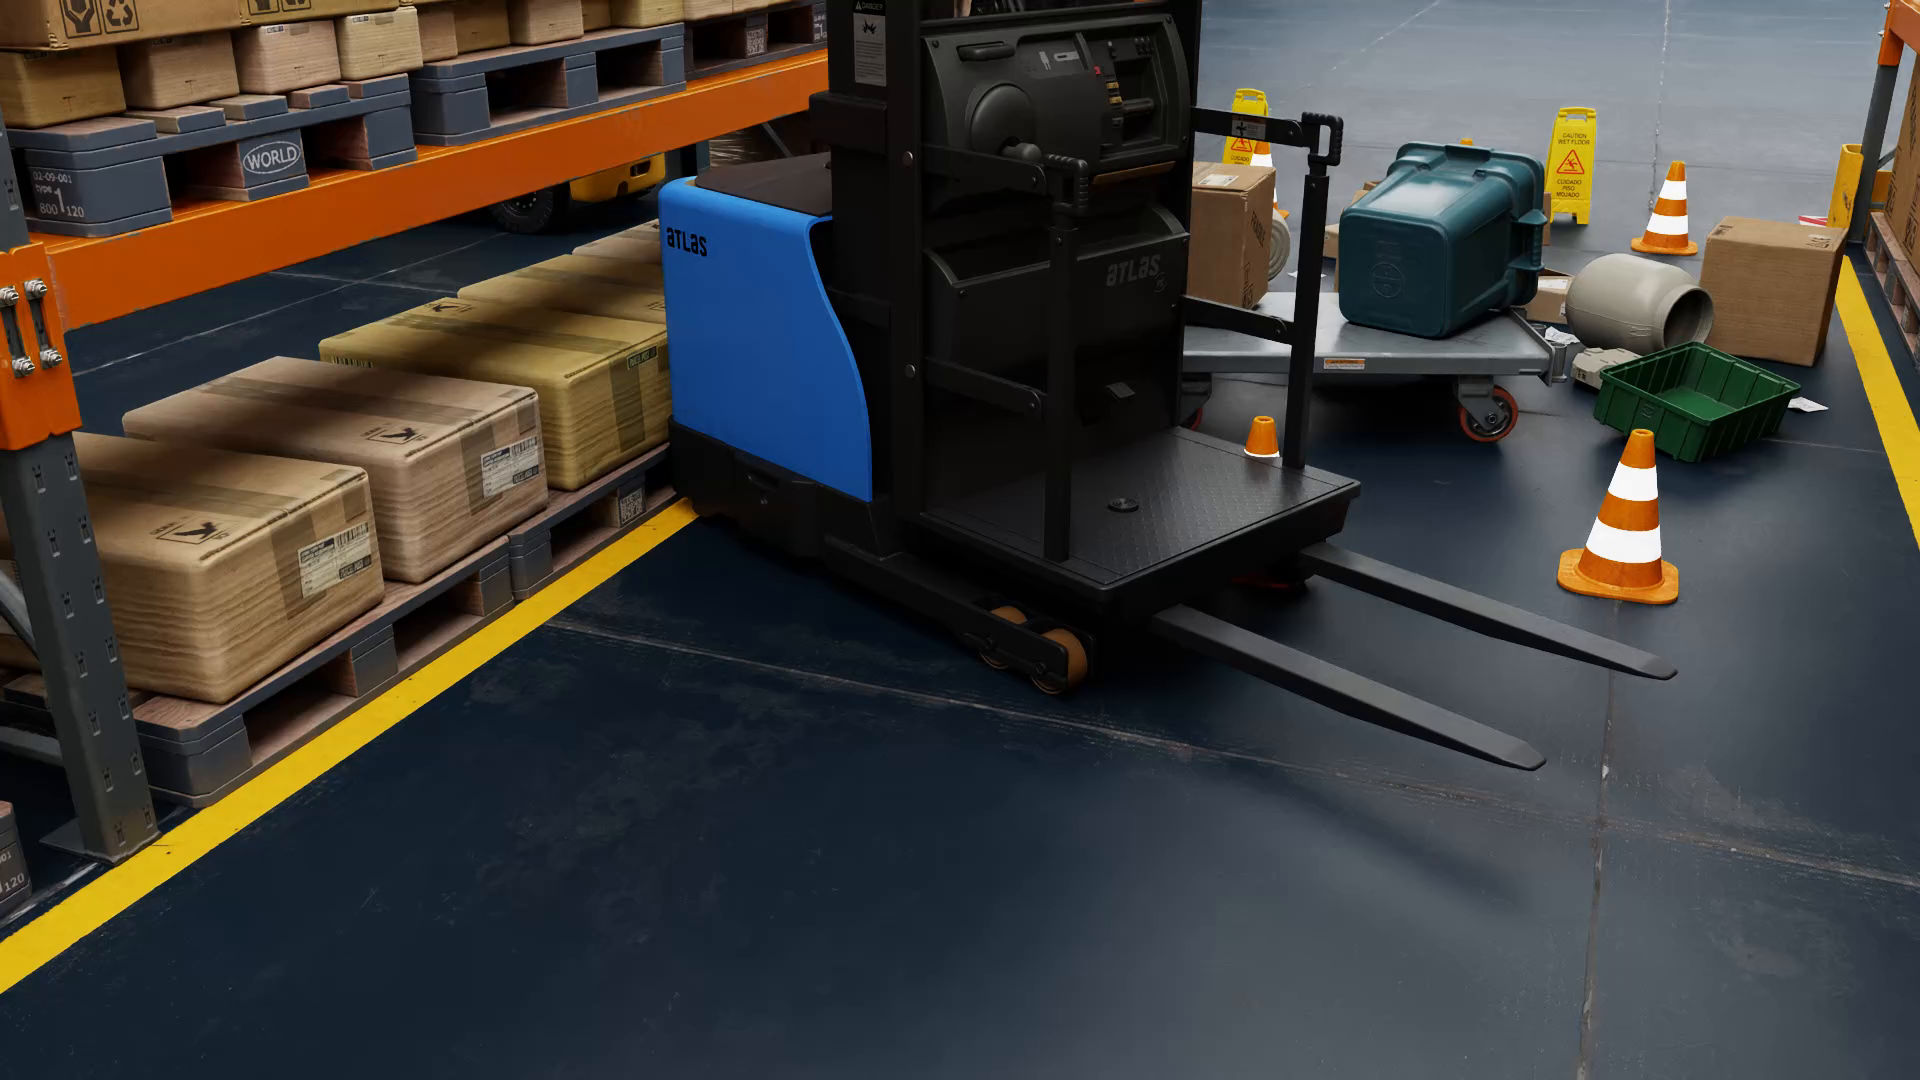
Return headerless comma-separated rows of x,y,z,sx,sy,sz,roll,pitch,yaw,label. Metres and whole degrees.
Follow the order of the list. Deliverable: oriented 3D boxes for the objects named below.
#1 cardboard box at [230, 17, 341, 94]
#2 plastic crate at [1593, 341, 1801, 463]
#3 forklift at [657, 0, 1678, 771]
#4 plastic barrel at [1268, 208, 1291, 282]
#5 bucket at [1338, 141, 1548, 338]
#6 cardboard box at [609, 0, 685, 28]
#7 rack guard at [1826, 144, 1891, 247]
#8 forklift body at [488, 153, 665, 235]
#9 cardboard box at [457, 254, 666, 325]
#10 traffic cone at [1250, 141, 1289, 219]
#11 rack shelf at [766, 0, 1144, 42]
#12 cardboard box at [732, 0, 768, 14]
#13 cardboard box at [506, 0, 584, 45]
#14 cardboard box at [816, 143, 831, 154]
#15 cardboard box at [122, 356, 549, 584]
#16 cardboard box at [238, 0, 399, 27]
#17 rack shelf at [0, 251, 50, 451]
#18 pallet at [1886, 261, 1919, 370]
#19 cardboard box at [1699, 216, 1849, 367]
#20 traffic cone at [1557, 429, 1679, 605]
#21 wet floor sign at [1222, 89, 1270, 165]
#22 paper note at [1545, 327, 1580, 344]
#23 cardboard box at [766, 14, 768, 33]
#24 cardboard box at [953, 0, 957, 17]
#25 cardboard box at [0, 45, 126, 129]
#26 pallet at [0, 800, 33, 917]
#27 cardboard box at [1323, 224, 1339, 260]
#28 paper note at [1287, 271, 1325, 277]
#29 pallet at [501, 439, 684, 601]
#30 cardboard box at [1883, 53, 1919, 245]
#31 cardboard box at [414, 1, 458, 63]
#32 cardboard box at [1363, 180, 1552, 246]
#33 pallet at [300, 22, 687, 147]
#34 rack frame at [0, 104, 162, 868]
-1.677,-1.131,3.846,0.380,0.149,0.250,7,24,17,cardboard box
2.717,-0.513,6.160,0.662,0.188,0.450,-17,38,-35,plastic crate
0.424,-1.177,4.264,1.130,2.935,3.031,-20,30,-39,forklift
1.359,-1.494,8.276,0.421,0.421,0.512,-12,25,-26,plastic barrel
1.779,-1.104,6.276,0.726,0.611,0.620,19,39,38,bucket
-1.092,-1.698,5.204,0.380,0.149,0.250,9,24,20,cardboard box
5.363,-1.821,8.961,1.175,0.500,0.348,9,24,20,rack guard
-2.899,-3.016,9.680,2.313,2.155,1.214,9,24,20,forklift body
-1.221,-0.742,6.000,0.950,0.372,0.625,10,25,23,cardboard box
1.759,-2.129,9.747,0.336,0.463,0.334,9,24,20,traffic cone
-0.022,-2.591,8.493,1.077,0.370,4.000,9,24,20,rack shelf
-0.876,-1.872,5.620,0.380,0.149,0.250,8,24,19,cardboard box
-1.312,-1.514,4.765,0.380,0.149,0.250,10,25,22,cardboard box
-0.295,-1.650,7.359,0.500,0.500,0.500,10,25,23,cardboard box
-1.765,-0.223,4.756,0.950,0.372,0.625,8,24,19,cardboard box
-1.682,-1.468,3.812,0.500,0.500,0.500,10,25,23,cardboard box
-2.993,0.272,1.640,1.077,0.370,4.000,9,24,20,rack shelf
4.675,-0.947,7.242,1.003,0.211,1.213,9,24,20,pallet
3.492,-1.084,7.194,0.500,0.500,0.500,13,26,29,cardboard box
1.968,-0.100,4.889,0.336,0.463,0.334,9,24,20,traffic cone
1.785,-2.467,10.318,0.267,0.644,0.232,19,29,38,wet floor sign
2.674,-0.909,7.396,0.172,0.023,0.155,19,29,38,paper note
-0.928,-2.250,7.070,0.380,0.149,0.250,9,24,20,cardboard box
-0.234,-2.355,7.322,0.380,0.149,0.250,9,24,20,cardboard box
-1.957,-0.943,3.397,0.380,0.149,0.250,7,24,17,cardboard box
-2.613,0.783,3.102,1.003,0.211,1.213,9,24,20,pallet
2.110,-1.565,8.803,0.250,0.149,0.380,-17,28,-35,cardboard box
1.763,-1.357,8.474,0.148,0.019,0.142,19,29,38,paper note
-1.504,-0.203,5.463,1.003,0.211,1.213,9,24,20,pallet
5.164,-1.927,8.183,0.875,0.875,0.875,9,24,20,cardboard box
-1.538,-1.323,4.308,0.380,0.149,0.250,10,25,23,cardboard box
2.419,-1.495,8.177,0.797,0.503,0.637,-7,24,-17,cardboard box
-1.553,-1.401,4.961,1.003,0.211,1.213,9,24,20,pallet
-2.251,-0.775,3.215,1.000,3.000,0.127,9,24,20,rack frame
